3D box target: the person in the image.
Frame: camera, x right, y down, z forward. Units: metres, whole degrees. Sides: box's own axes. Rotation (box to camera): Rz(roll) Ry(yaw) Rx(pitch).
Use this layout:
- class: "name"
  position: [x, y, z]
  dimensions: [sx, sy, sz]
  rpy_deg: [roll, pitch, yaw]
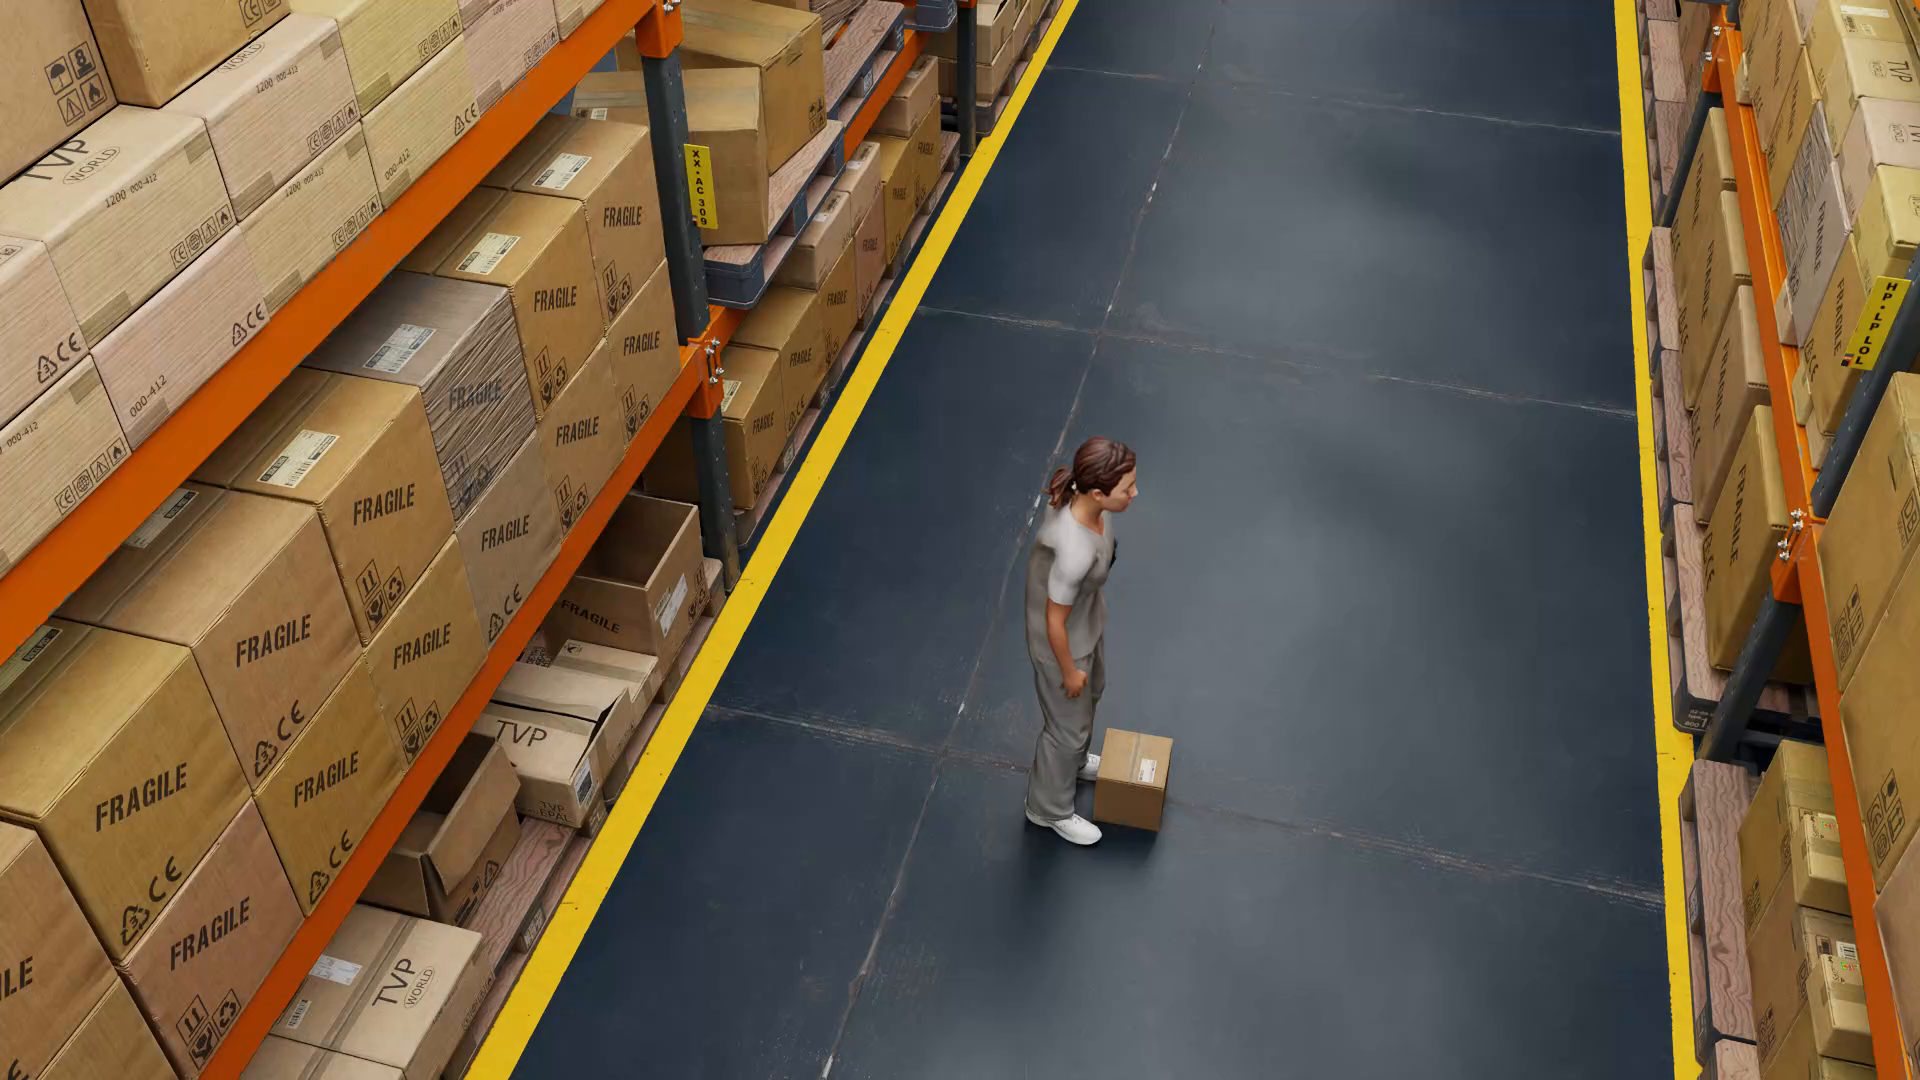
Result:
- class: "person"
  position: [0.404, 0.328, 5.786]
  dimensions: [0.354, 1.669, 0.490]
  rpy_deg: [10, 42, 11]
